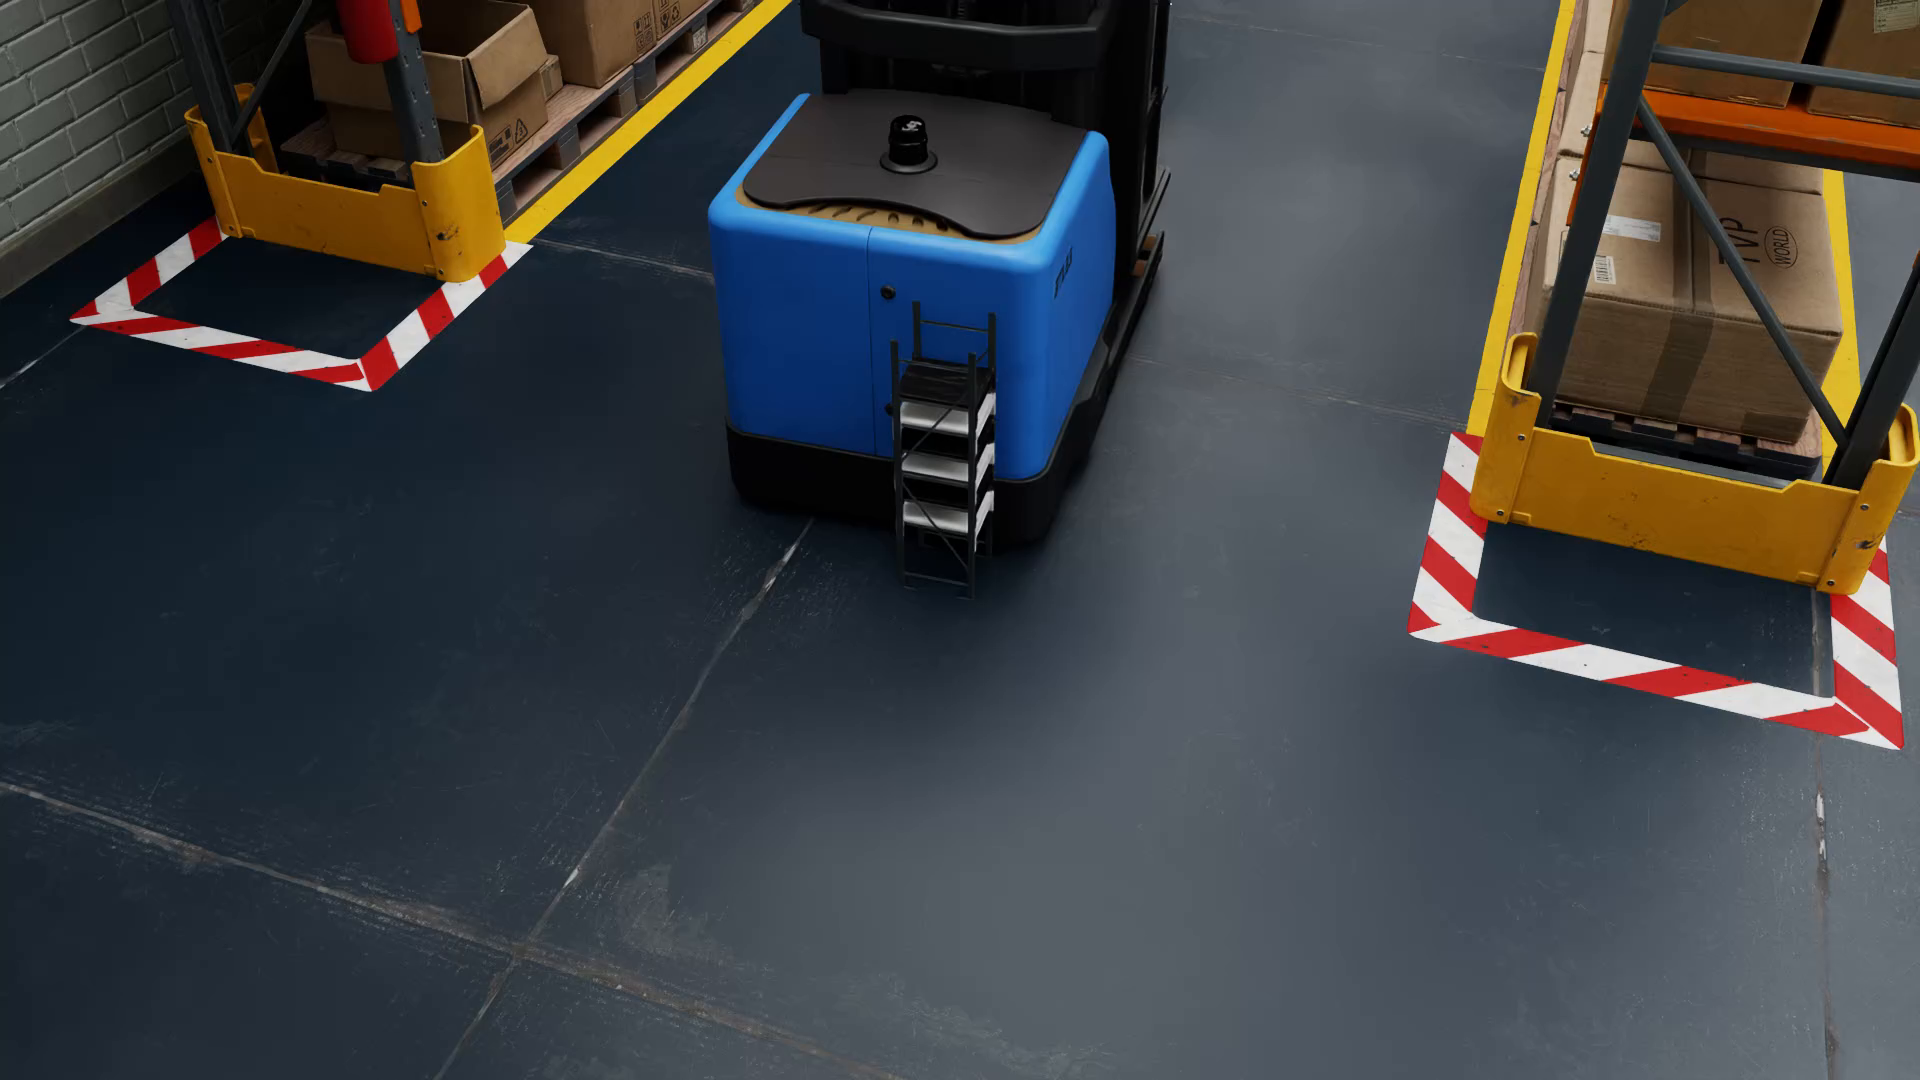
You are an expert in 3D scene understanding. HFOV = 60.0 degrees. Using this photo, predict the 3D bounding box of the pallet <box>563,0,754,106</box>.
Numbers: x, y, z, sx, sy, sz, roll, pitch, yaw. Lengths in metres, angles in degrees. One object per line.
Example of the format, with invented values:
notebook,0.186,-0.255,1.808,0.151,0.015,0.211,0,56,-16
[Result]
pallet,-1.704,-2.522,8.043,1.003,0.211,1.213,13,42,15

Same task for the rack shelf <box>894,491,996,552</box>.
rack shelf,-0.044,-0.079,4.978,0.258,0.077,0.200,11,42,12

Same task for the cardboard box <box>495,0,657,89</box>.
cardboard box,-1.794,-2.382,7.333,0.700,0.500,0.500,15,43,17

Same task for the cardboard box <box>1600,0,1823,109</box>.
cardboard box,2.161,-1.600,4.737,0.500,0.500,0.500,14,42,15

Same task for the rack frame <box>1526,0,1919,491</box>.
rack frame,2.245,-1.209,4.356,1.000,3.000,0.127,13,42,15

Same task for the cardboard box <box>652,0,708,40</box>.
cardboard box,-1.519,-2.682,7.685,0.500,0.500,0.500,14,42,16

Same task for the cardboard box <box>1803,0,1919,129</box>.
cardboard box,2.679,-1.476,4.592,0.500,0.500,0.500,13,42,15

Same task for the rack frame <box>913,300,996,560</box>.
rack frame,-0.016,-0.305,4.914,0.240,0.900,0.006,11,42,12

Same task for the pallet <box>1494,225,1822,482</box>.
pallet,2.445,-0.653,5.853,1.003,0.211,1.213,13,42,15

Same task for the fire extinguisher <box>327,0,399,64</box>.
fire extinguisher,-2.037,-1.945,5.565,0.296,0.674,0.183,13,42,15

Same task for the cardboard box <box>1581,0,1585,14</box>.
cardboard box,3.297,-2.474,7.490,0.875,0.438,0.875,13,42,14

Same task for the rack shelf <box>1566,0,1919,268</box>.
rack shelf,2.929,-2.155,6.019,1.077,0.370,4.000,13,42,15

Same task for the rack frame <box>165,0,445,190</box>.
rack frame,-2.421,-2.308,5.644,1.000,3.000,0.127,13,42,15

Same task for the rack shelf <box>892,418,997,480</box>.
rack shelf,-0.044,-0.284,4.803,0.258,0.077,0.200,11,42,12

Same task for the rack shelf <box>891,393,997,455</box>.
rack shelf,-0.044,-0.353,4.744,0.258,0.077,0.200,11,42,12

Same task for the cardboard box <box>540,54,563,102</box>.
cardboard box,-1.941,-1.986,7.140,0.380,0.149,0.250,12,42,13

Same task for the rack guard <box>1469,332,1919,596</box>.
rack guard,2.237,-0.243,5.150,1.175,0.500,0.348,13,42,15

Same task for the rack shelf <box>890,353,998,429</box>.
rack shelf,-0.044,-0.421,4.686,0.258,0.077,0.200,11,42,12

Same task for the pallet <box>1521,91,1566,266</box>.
pallet,2.864,-1.395,6.722,1.003,0.211,1.213,13,42,15

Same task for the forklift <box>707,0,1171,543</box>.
forklift,0.159,-2.072,5.421,1.130,2.935,3.031,11,42,12

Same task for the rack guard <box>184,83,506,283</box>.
rack guard,-2.395,-1.404,6.510,1.175,0.500,0.348,13,42,15

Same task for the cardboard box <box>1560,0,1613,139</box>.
cardboard box,2.992,-1.928,6.850,0.875,0.438,0.875,12,42,14

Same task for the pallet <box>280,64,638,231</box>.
pallet,-2.123,-1.780,7.174,1.003,0.211,1.213,13,42,15

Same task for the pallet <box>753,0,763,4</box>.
pallet,-1.289,-3.268,8.918,1.003,0.211,1.213,13,42,15

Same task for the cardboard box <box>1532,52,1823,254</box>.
cardboard box,2.682,-1.379,6.205,0.875,0.438,0.875,14,43,16

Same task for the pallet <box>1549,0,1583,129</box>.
pallet,3.279,-2.141,7.597,1.003,0.211,1.213,13,42,15

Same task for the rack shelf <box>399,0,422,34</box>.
rack shelf,-1.737,-3.254,7.308,1.077,0.370,4.000,13,42,15

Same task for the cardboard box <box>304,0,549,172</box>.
cardboard box,-2.123,-1.870,6.731,0.797,0.503,0.637,12,42,13

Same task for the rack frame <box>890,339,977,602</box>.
rack frame,-0.072,-0.178,4.765,0.240,0.900,0.006,11,42,12

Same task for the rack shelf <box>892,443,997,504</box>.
rack shelf,-0.044,-0.216,4.861,0.258,0.077,0.200,11,42,12

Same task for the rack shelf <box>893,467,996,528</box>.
rack shelf,-0.044,-0.147,4.919,0.258,0.077,0.200,11,42,12

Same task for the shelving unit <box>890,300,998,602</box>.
shelving unit,-0.044,-0.241,4.839,0.258,0.900,0.210,11,42,12

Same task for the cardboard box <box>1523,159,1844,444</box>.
cardboard box,2.377,-0.819,5.549,0.875,0.438,0.875,12,42,14
